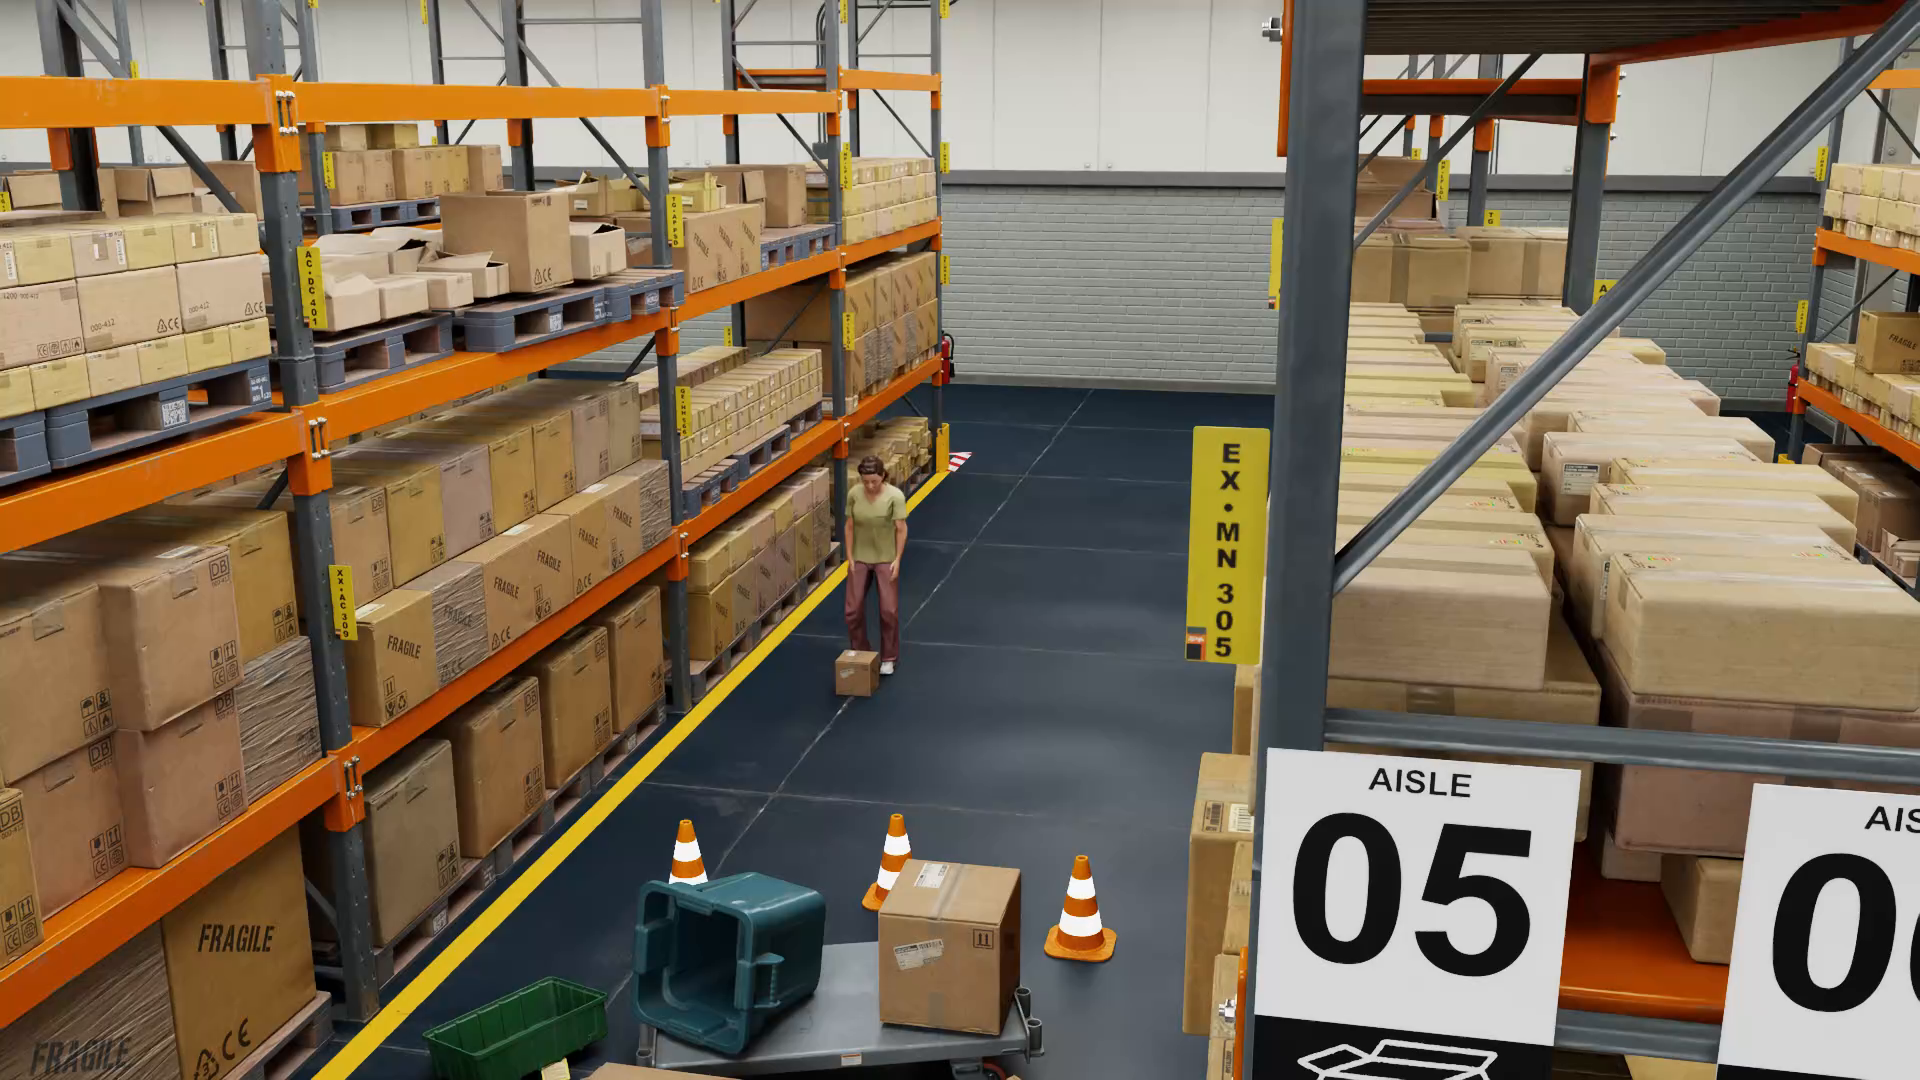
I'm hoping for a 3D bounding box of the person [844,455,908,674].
[{"bbox_3d":[-0.609,0.166,11.999,0.470,1.627,0.388,3,15,13],"label":"person"}]
